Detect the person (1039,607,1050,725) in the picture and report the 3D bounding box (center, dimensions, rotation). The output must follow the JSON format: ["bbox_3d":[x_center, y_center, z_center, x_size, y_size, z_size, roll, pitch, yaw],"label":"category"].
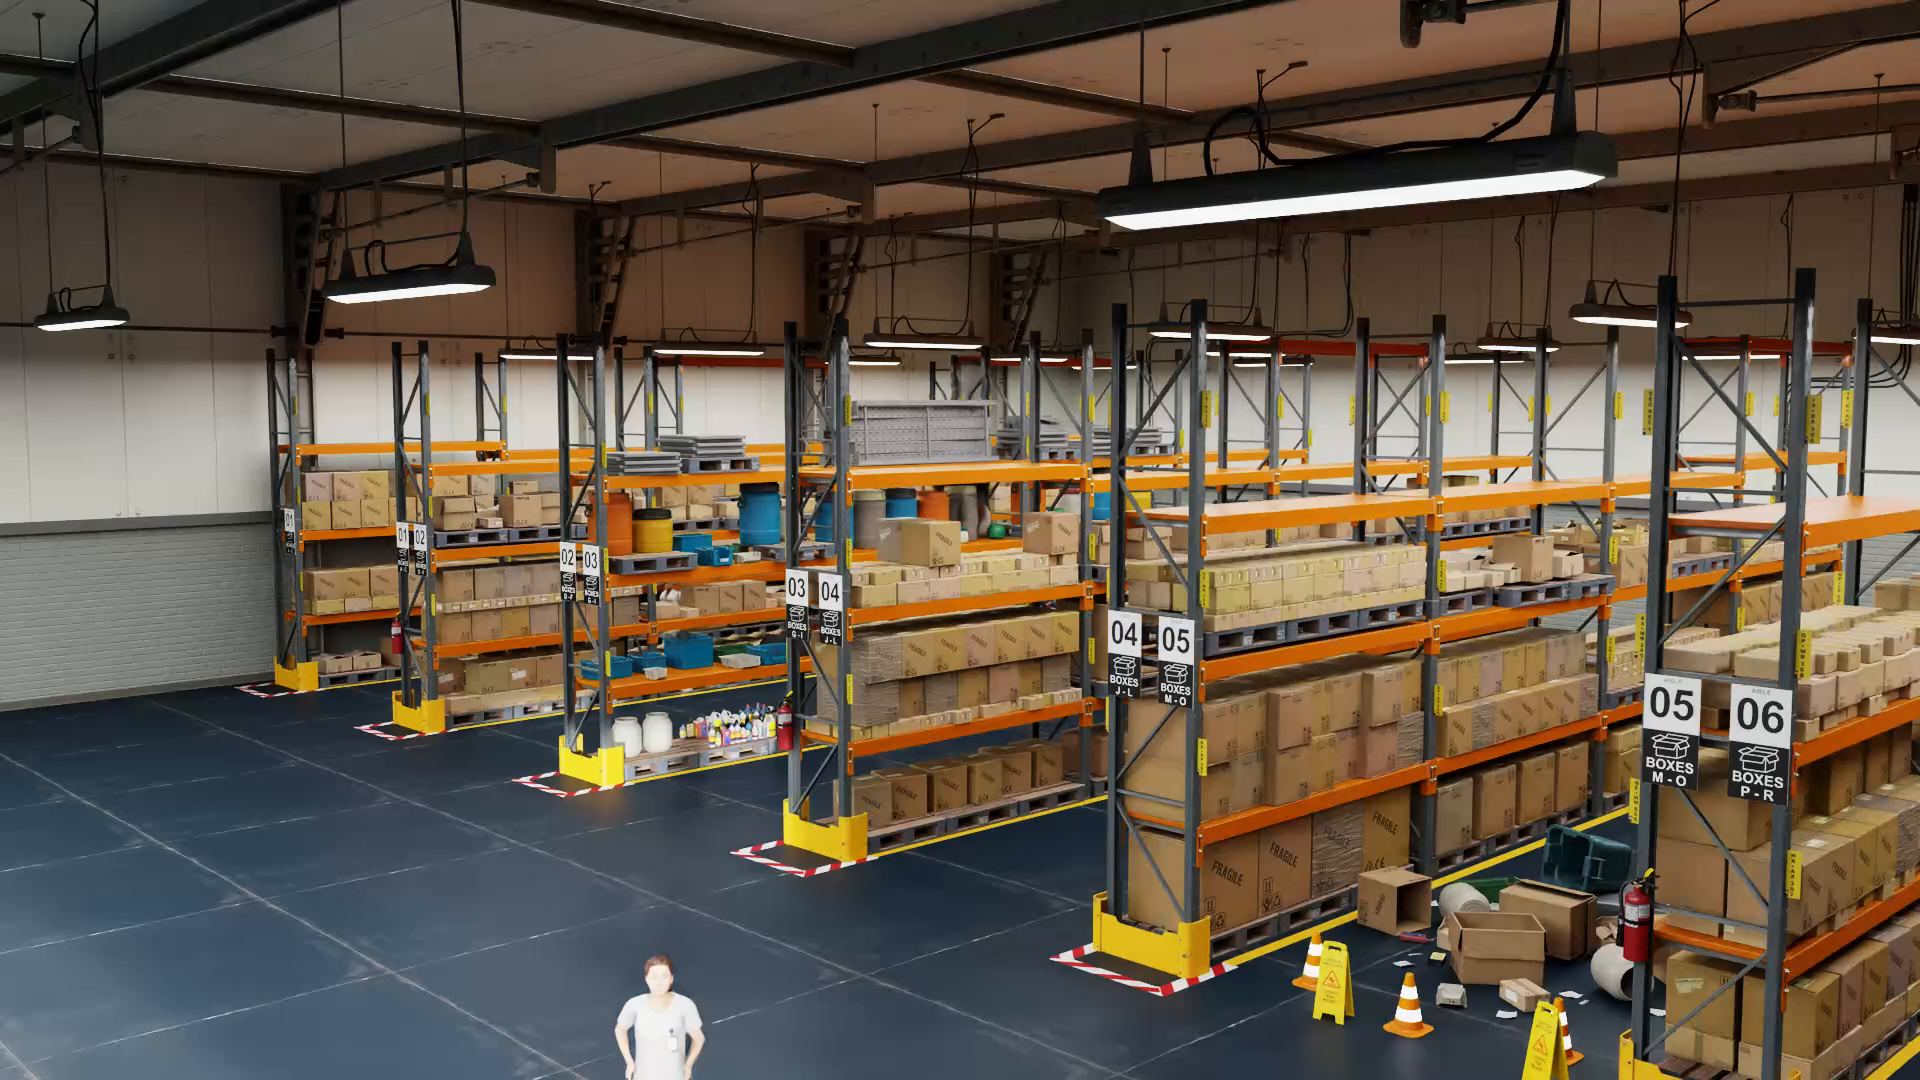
[{"bbox_3d":[1.334,1.895,25.224,0.578,1.737,0.710,4,7,40],"label":"person"}]

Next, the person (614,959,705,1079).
[{"bbox_3d":[-1.899,3.450,10.525,0.565,1.648,0.737,-1,5,-8],"label":"person"}]

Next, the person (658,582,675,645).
[{"bbox_3d":[-5.436,1.612,30.978,0.892,1.824,0.587,-5,7,-45],"label":"person"}]
